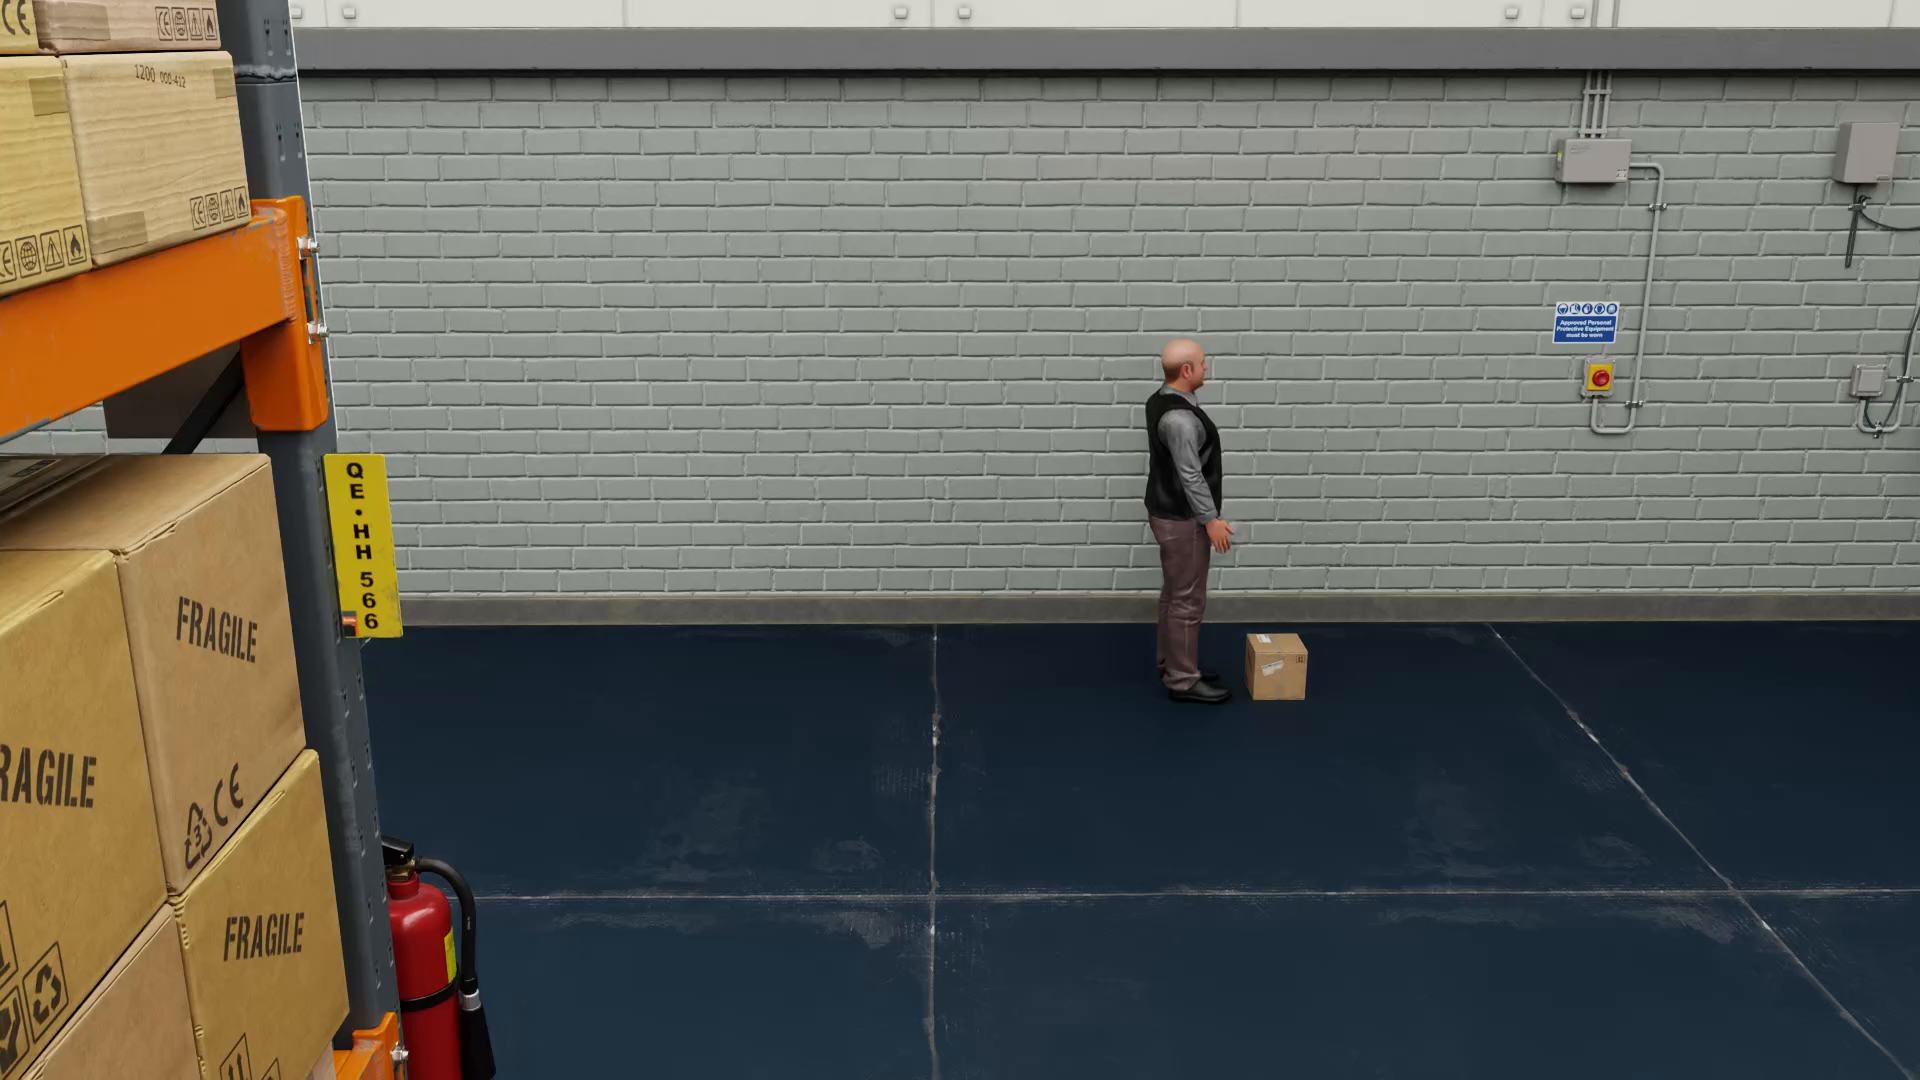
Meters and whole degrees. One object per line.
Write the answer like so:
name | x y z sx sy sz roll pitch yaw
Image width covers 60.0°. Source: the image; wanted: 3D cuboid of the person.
person | 1.091 -0.089 7.879 0.430 1.740 0.545 0 17 0
